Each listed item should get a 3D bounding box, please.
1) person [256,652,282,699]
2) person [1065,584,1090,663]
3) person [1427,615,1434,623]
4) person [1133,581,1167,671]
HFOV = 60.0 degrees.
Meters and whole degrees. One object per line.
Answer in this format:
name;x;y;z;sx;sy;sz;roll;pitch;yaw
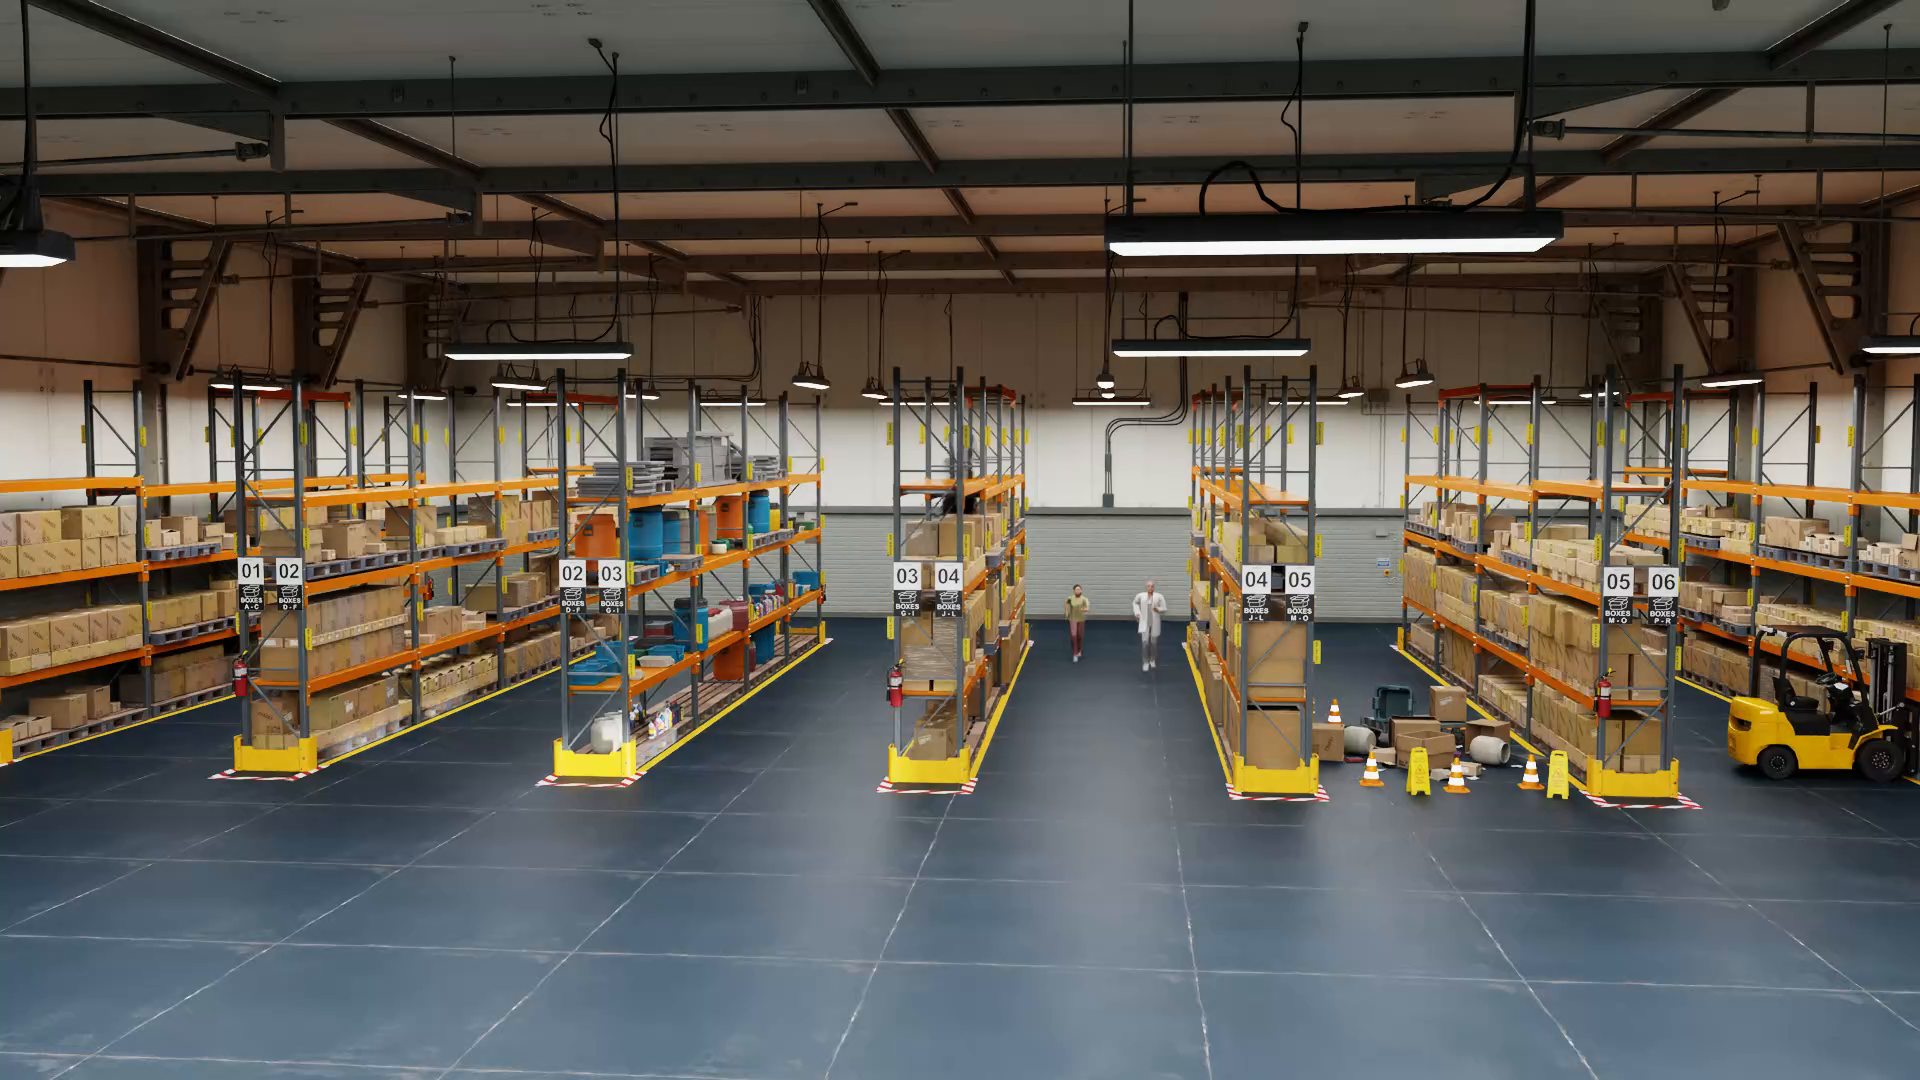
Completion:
person;-11.869;2.430;28.602;0.559;1.593;0.586;0;4;-1
person;2.633;1.843;37.224;0.548;1.715;0.814;0;4;1
person;11.508;1.683;40.378;0.679;1.611;0.564;-3;5;-40
person;3.906;1.747;34.226;0.694;1.814;0.832;0;4;6
